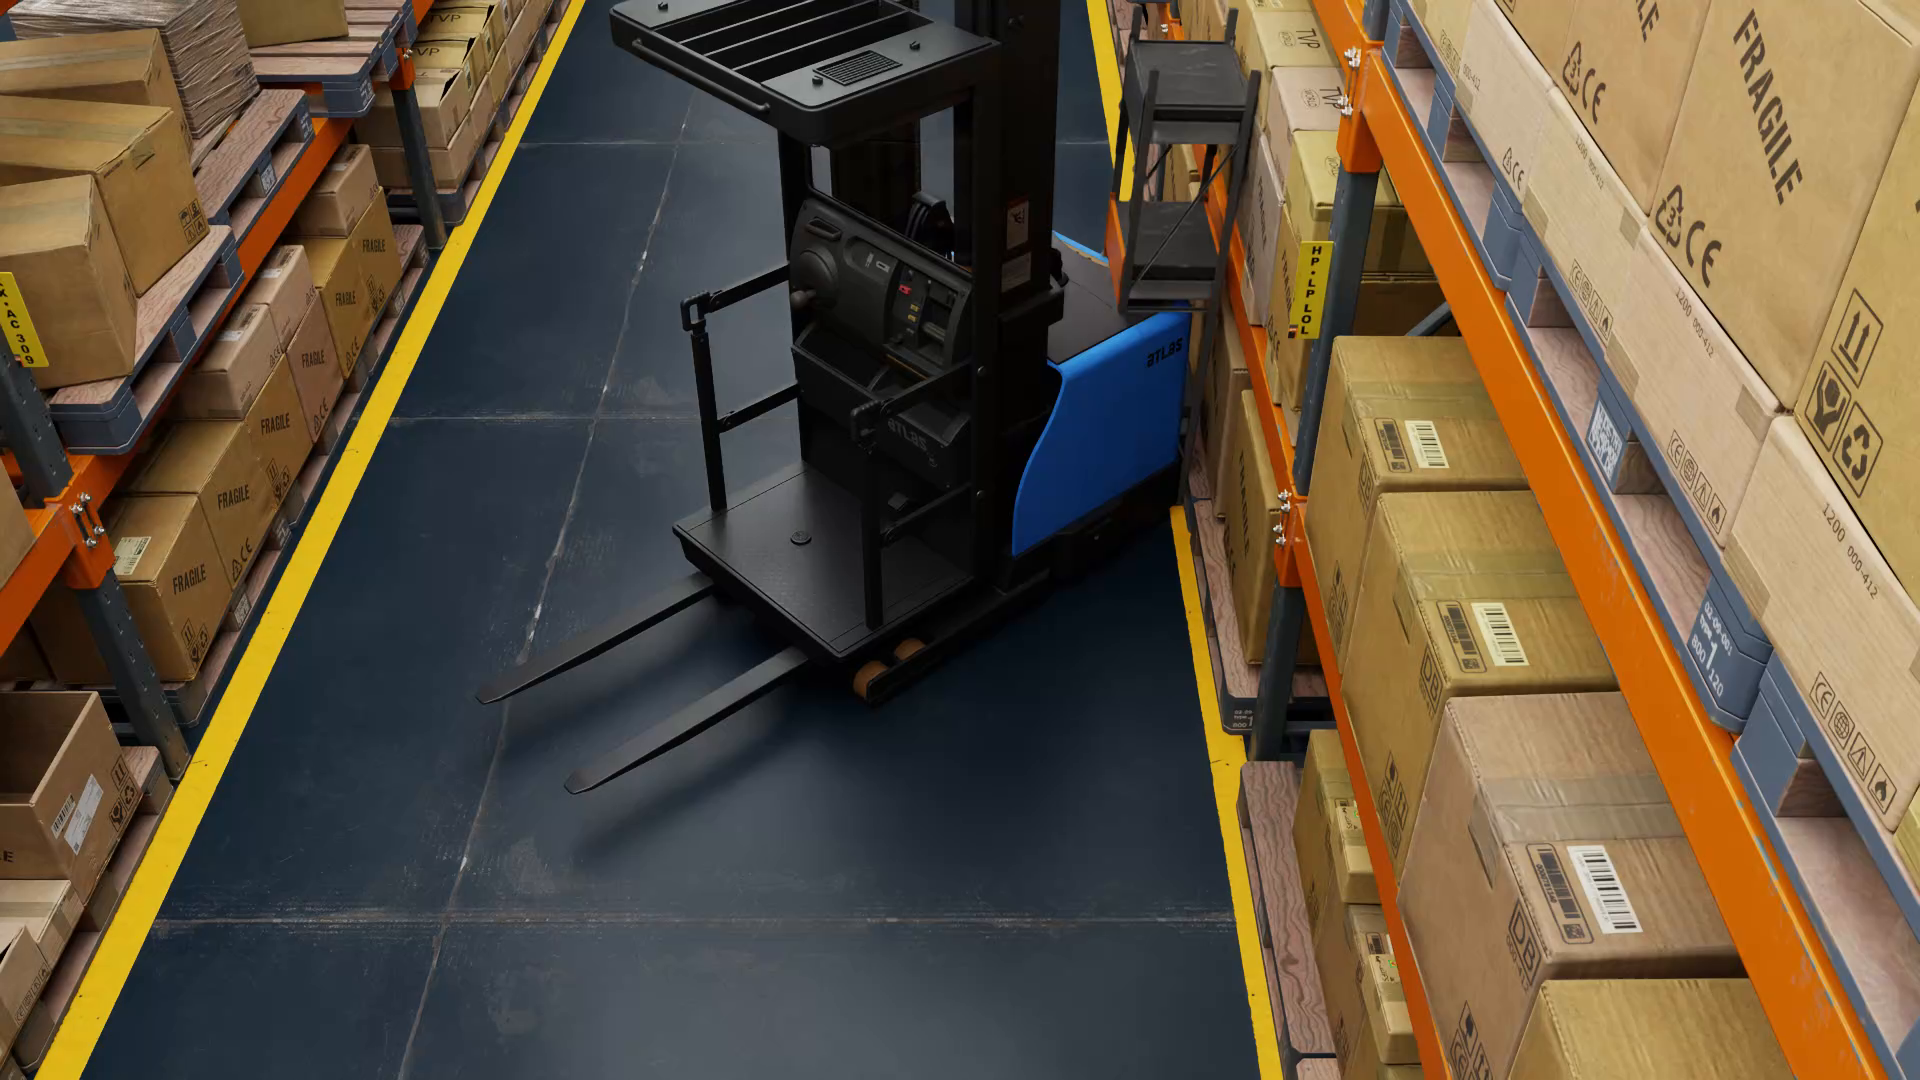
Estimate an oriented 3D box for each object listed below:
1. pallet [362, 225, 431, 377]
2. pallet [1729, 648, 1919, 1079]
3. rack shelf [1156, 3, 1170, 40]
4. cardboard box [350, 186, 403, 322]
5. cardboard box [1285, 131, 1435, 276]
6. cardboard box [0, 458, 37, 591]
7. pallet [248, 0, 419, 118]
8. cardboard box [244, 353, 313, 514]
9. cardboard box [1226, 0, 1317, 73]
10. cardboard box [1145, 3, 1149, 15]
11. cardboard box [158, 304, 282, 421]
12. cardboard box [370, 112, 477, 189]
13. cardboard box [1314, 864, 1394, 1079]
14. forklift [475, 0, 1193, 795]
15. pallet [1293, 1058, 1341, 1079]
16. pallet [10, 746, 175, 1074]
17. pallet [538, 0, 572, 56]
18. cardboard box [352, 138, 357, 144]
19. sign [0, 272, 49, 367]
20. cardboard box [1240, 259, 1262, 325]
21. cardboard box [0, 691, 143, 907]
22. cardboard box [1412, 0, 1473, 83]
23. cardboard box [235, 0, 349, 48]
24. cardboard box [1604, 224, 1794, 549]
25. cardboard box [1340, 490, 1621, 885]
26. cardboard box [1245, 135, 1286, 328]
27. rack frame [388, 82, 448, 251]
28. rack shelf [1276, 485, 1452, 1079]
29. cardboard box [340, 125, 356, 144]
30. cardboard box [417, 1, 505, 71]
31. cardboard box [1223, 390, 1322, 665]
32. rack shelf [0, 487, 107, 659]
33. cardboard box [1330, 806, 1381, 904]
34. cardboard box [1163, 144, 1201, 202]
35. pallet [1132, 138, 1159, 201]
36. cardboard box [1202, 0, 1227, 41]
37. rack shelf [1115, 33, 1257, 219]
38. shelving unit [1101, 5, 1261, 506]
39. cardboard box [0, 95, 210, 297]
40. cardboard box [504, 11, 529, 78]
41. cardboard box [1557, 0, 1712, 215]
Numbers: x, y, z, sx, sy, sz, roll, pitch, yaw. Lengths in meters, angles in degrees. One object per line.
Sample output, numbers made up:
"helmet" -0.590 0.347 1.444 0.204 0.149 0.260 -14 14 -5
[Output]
"pallet" -3.417 -1.260 8.654 1.003 0.211 1.213 0 39 0
"pallet" 1.572 0.582 1.798 1.003 0.211 1.213 0 39 0
"rack shelf" 1.571 -3.791 10.158 1.077 0.370 4.000 0 39 0
"cardboard box" -3.144 -1.427 8.279 0.500 0.500 0.500 1 39 2
"cardboard box" 1.322 -1.067 5.250 0.500 0.250 0.500 1 39 1
"cardboard box" -3.118 -0.041 4.822 0.500 0.500 0.500 1 39 1
"pallet" -3.309 -2.317 7.896 1.213 0.211 1.003 0 39 0
"cardboard box" -3.137 -0.459 7.071 0.500 0.500 0.500 0 39 0
"cardboard box" 1.329 -2.025 6.445 0.500 0.250 0.500 -1 39 -1
"cardboard box" 1.637 -3.736 11.160 0.700 0.500 0.500 -1 39 -1
"cardboard box" -3.133 -0.731 6.811 0.500 0.250 0.500 0 39 0
"cardboard box" -3.087 -2.234 9.502 0.500 0.250 0.500 0 39 0
"cardboard box" 1.474 1.273 4.925 0.700 0.500 0.500 0 39 -1
"forklift" -0.461 -0.879 6.003 3.031 2.935 1.130 -30 47 -32
"pallet" 1.505 2.009 4.575 1.003 0.211 1.213 0 39 0
"pallet" -3.376 1.204 5.579 1.003 0.211 1.213 0 39 0
"pallet" -3.345 -3.768 11.783 1.003 0.211 1.213 0 39 0
"cardboard box" -3.625 -2.235 9.504 0.500 0.250 0.500 1 39 1
"sign" -2.833 -0.657 4.979 0.100 0.325 0.005 0 39 0
"cardboard box" 1.256 -0.926 6.192 0.380 0.149 0.250 0 39 0
"cardboard box" -3.091 0.846 5.443 0.500 0.500 0.500 0 39 0
"cardboard box" 1.315 -1.203 3.657 0.500 0.250 0.500 0 39 0
"cardboard box" -3.267 -2.625 7.711 0.700 0.500 0.500 -12 40 -15
"cardboard box" 1.309 -0.242 2.459 0.500 0.250 0.500 -1 39 -1
"cardboard box" 1.558 0.359 4.164 0.980 0.700 0.700 -1 39 -1
"cardboard box" 1.315 -1.090 5.878 0.500 0.500 0.500 0 39 0
"rack frame" -3.380 -2.815 8.365 1.000 3.000 0.127 0 39 0
"rack shelf" 1.581 1.211 3.915 1.077 0.370 4.000 0 39 0
"cardboard box" -3.627 -2.453 9.326 0.500 0.311 0.500 1 39 1
"cardboard box" -3.094 -3.100 10.135 0.500 0.311 0.500 -1 39 -1
"cardboard box" 1.447 -0.051 6.299 0.750 0.750 0.750 0 39 0
"rack shelf" -3.373 1.217 3.908 1.077 0.370 4.000 0 39 0
"cardboard box" 1.294 0.920 4.847 0.380 0.149 0.250 1 39 1
"cardboard box" 1.443 -1.686 8.339 0.750 0.750 0.750 -1 39 -1
"pallet" 1.574 -2.222 9.854 1.003 0.211 1.213 0 39 0
"cardboard box" 1.309 -2.042 7.066 0.500 0.500 0.500 0 39 0
"rack shelf" 0.851 -1.584 6.367 0.431 0.518 0.480 0 44 -3
"shelving unit" 0.823 -1.087 6.840 0.431 2.100 0.503 0 44 -3
"cardboard box" -3.216 -1.243 5.987 0.700 0.500 0.500 6 39 7
"cardboard box" -3.095 -3.194 10.700 0.500 0.250 0.500 1 39 1
"cardboard box" 1.311 -0.851 2.619 0.500 0.500 0.500 0 39 0
